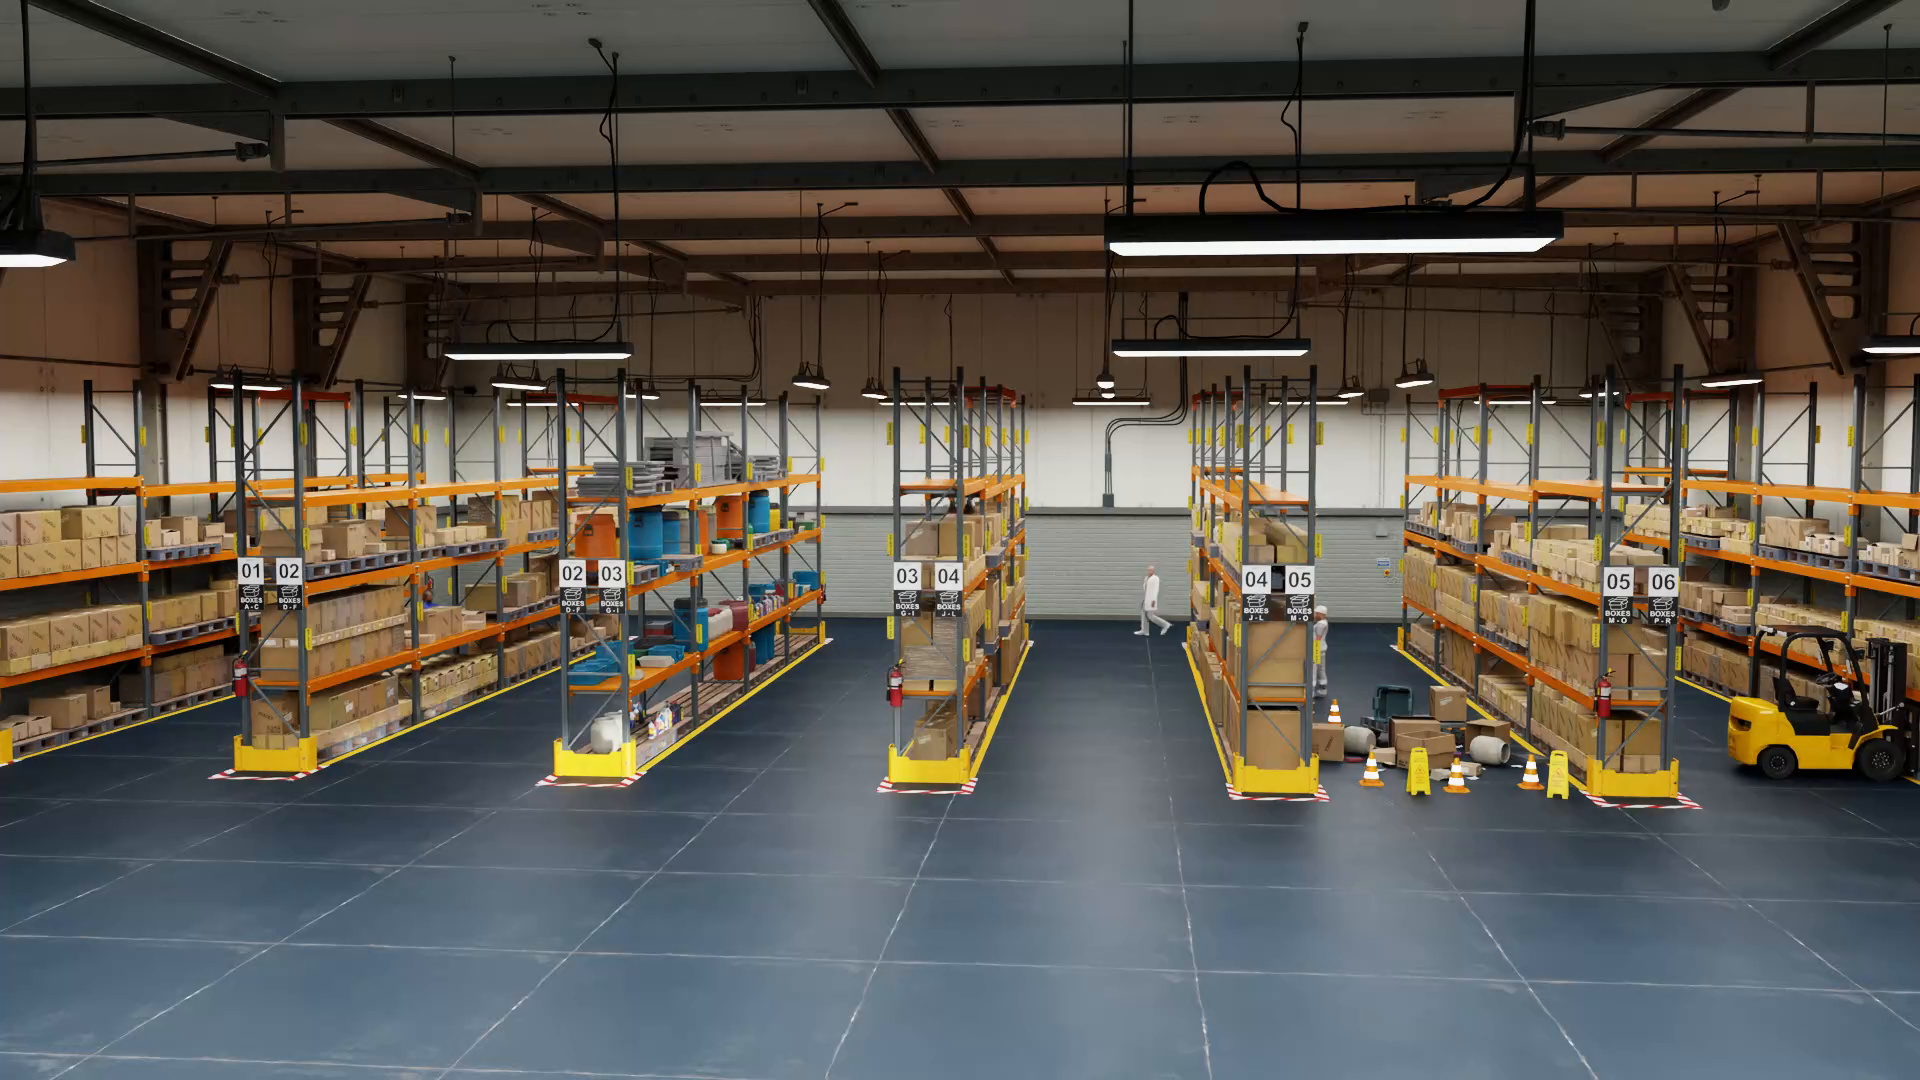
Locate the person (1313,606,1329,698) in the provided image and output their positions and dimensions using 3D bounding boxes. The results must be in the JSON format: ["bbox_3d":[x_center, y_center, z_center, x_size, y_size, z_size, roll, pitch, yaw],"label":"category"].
[{"bbox_3d":[6.813,2.146,31.787,0.479,1.793,0.617,3,5,38],"label":"person"}]

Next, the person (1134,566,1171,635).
[{"bbox_3d":[4.795,1.519,41.656,0.839,1.757,0.580,0,4,4],"label":"person"}]

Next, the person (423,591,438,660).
[{"bbox_3d":[-11.585,1.921,36.323,0.414,1.624,0.665,0,4,4],"label":"person"}]
